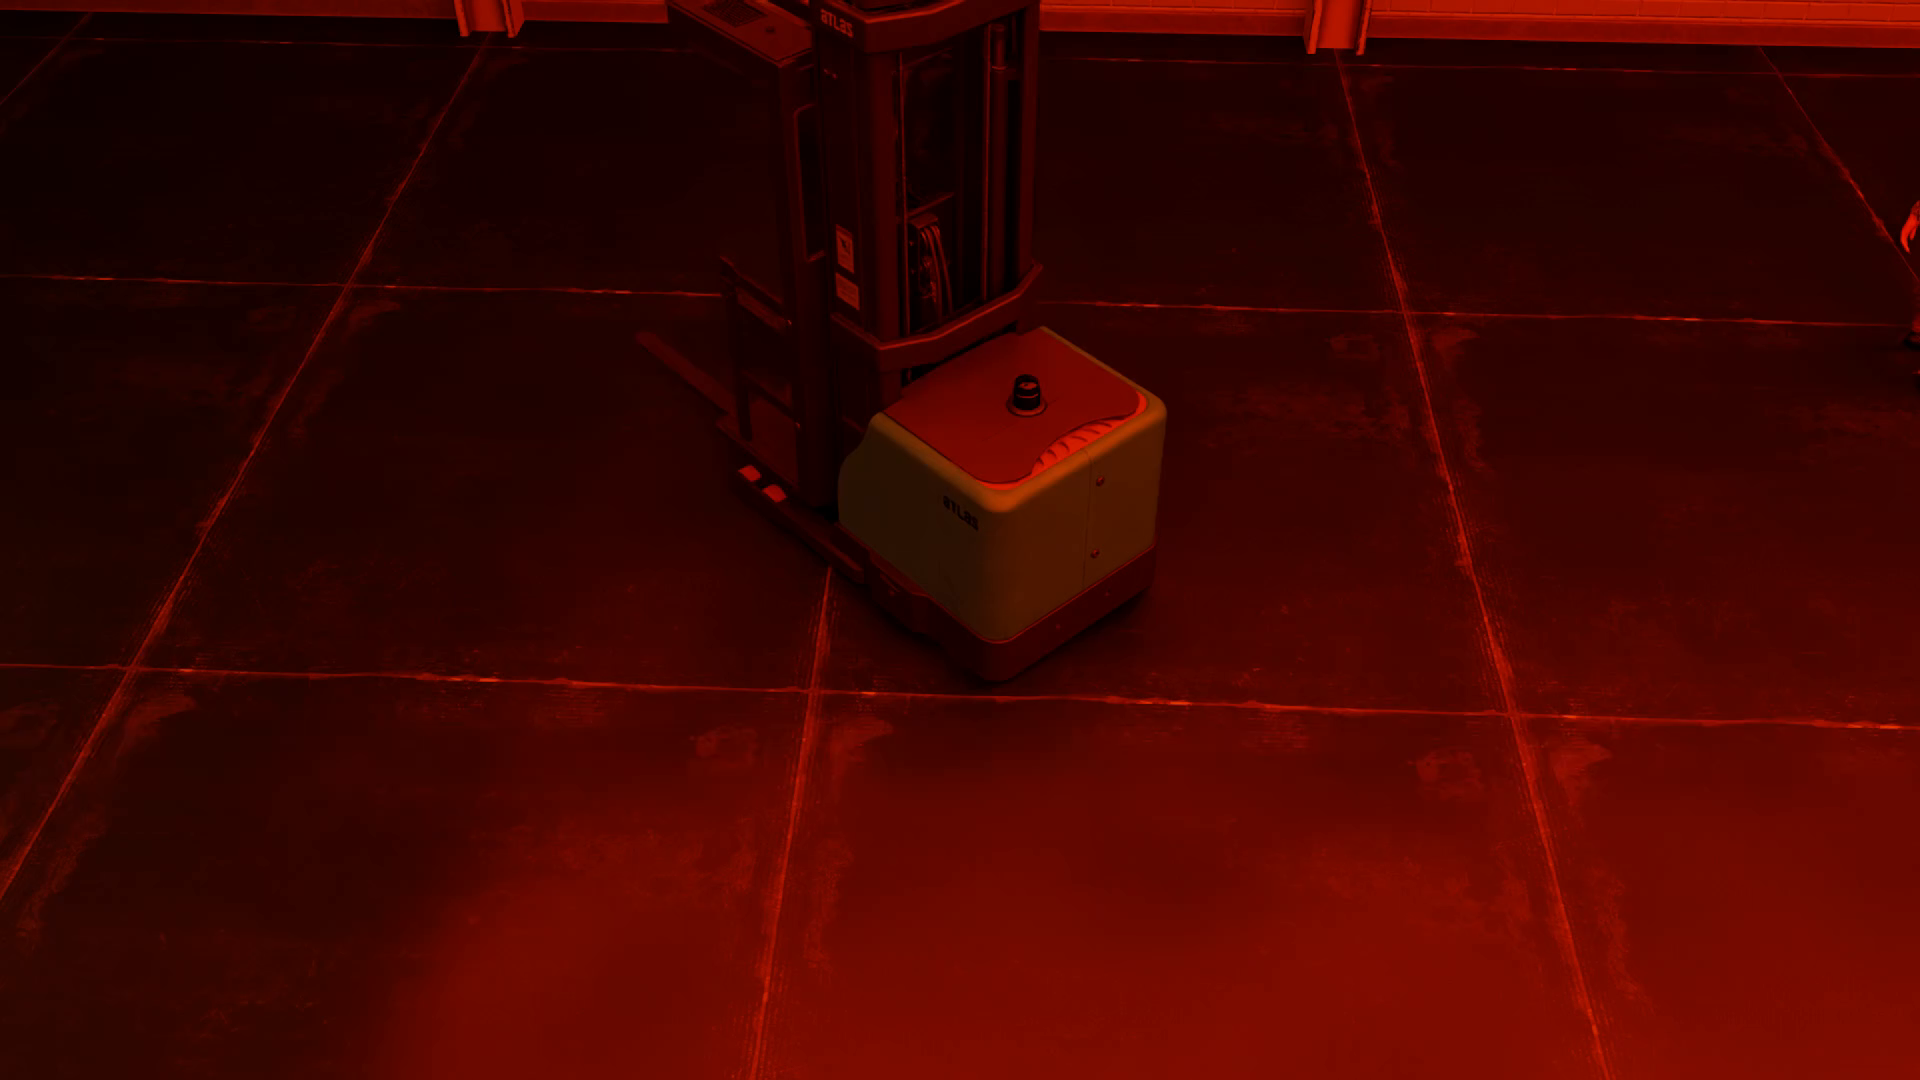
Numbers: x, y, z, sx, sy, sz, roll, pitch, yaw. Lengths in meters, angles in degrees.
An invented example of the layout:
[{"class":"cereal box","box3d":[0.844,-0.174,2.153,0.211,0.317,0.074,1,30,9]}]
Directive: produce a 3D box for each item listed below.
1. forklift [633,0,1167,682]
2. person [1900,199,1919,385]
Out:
[{"class":"forklift","box3d":[-0.470,-1.388,7.262,1.130,2.935,3.031,-31,51,-29]},{"class":"person","box3d":[5.165,-1.490,8.353,0.742,1.699,0.659,-32,51,-30]}]
